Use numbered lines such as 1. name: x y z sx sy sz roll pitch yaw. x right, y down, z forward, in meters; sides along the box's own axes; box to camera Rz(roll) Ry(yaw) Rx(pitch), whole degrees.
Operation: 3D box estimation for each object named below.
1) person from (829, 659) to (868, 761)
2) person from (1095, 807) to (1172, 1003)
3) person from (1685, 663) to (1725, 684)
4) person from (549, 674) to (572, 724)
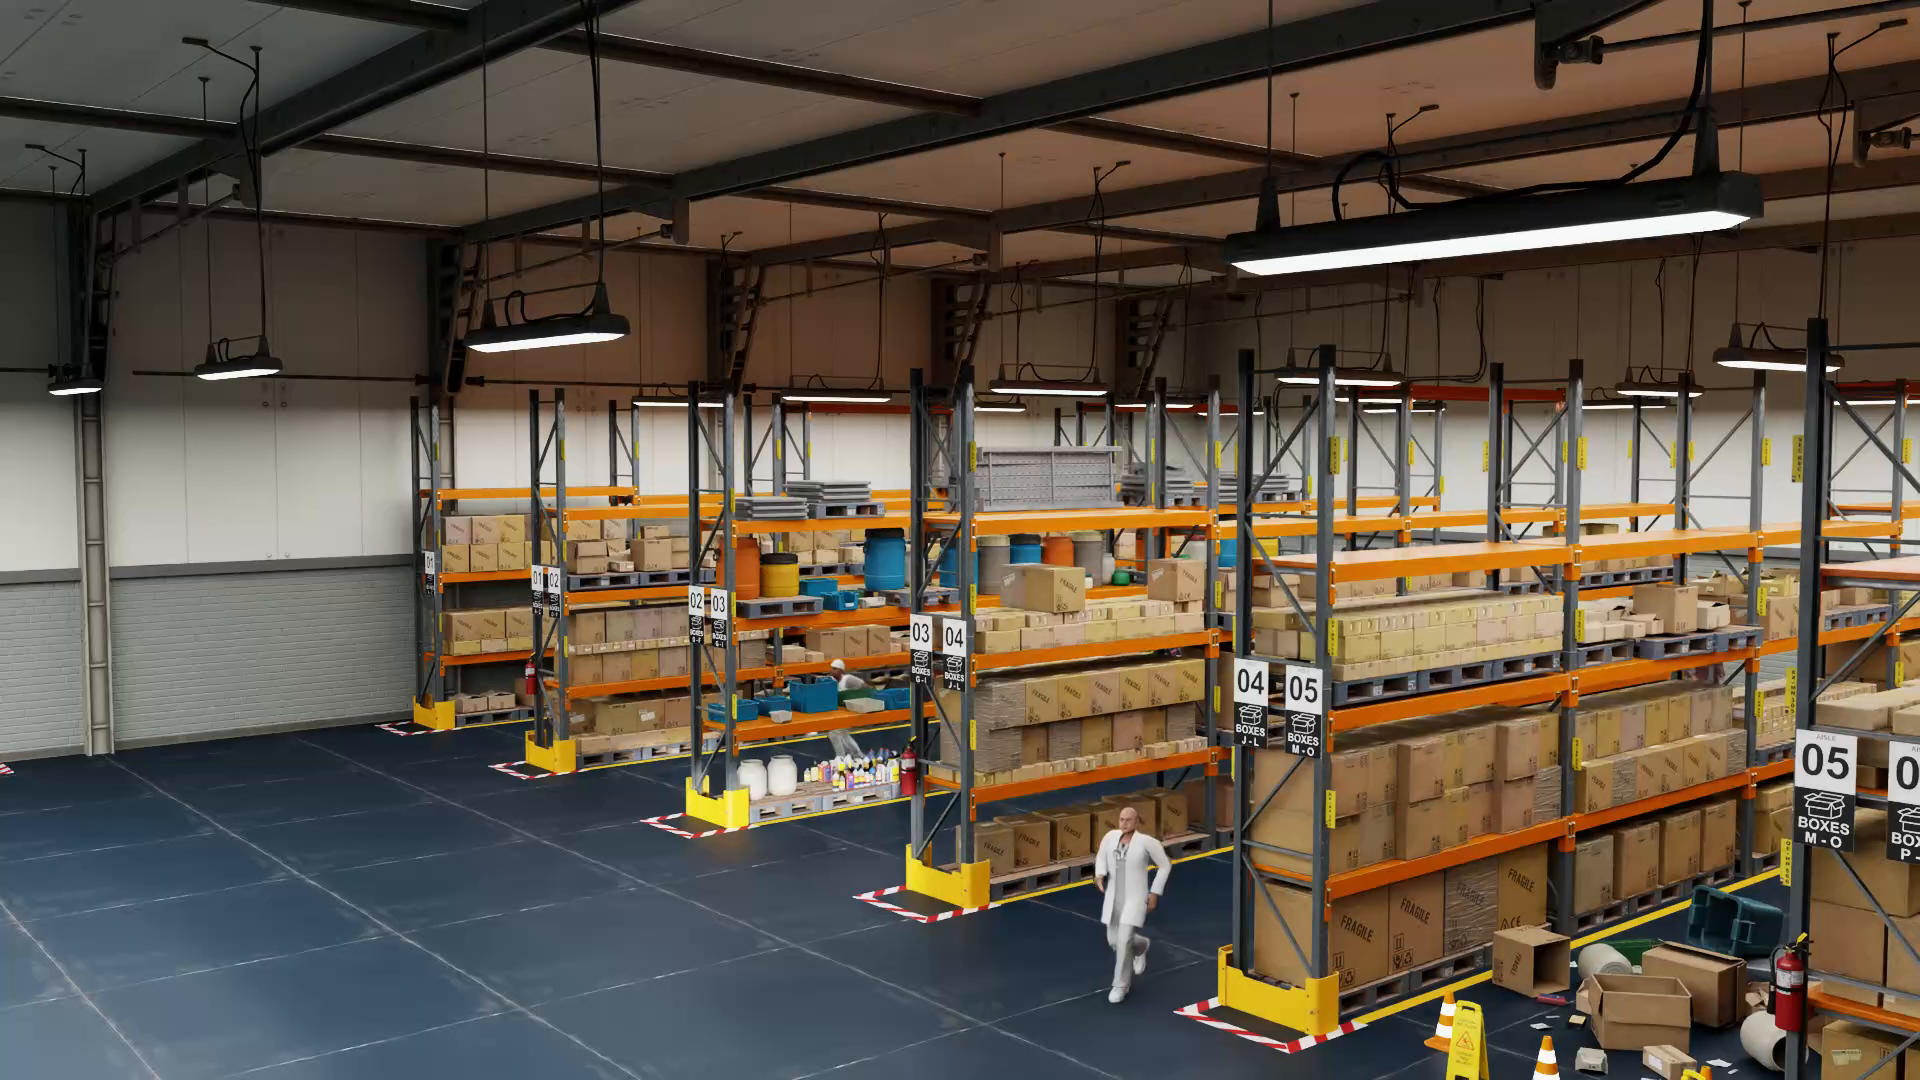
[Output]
1. person: -1.822 2.745 25.984 0.833 1.780 0.715 -3 5 -44
2. person: 1.592 3.382 15.640 0.751 1.770 0.802 2 4 35
3. person: 13.333 2.552 29.661 0.710 1.736 0.589 -1 3 -11
4. person: -6.724 2.675 28.050 0.616 1.635 0.556 -3 5 -45
